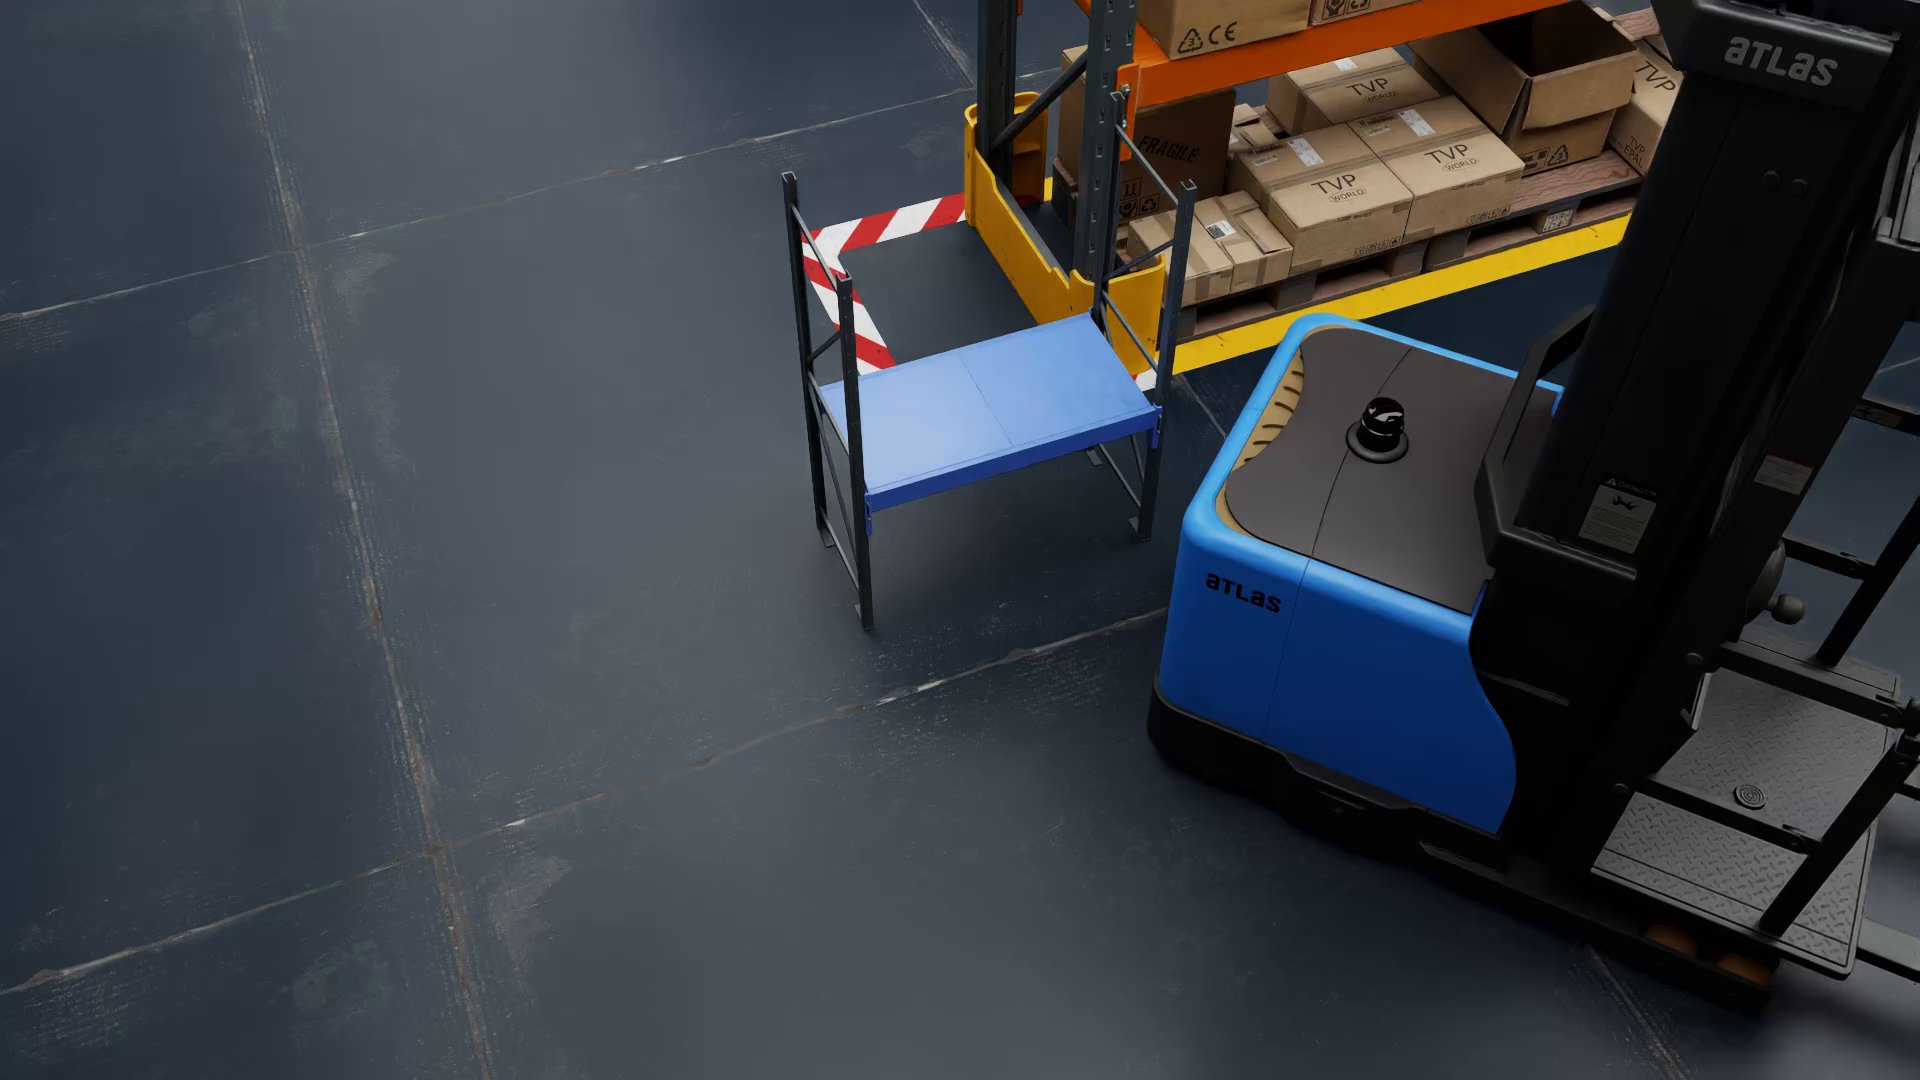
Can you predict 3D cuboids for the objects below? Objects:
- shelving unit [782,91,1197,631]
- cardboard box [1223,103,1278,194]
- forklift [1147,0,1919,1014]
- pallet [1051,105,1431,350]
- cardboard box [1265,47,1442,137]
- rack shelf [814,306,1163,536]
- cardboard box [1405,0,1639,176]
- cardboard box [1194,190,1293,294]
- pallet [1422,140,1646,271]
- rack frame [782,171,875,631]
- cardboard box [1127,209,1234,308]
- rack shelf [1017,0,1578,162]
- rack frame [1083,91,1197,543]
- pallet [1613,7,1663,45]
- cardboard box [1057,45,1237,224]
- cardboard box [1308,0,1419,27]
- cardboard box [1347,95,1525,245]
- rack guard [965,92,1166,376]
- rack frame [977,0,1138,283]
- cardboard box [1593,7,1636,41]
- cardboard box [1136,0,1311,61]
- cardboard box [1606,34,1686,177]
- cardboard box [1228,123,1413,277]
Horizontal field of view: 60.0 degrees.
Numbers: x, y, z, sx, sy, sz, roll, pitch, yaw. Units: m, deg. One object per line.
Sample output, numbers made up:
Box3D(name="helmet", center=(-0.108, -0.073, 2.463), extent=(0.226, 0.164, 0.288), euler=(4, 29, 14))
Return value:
Box3D(name="shelving unit", center=(0.079, -0.513, 5.202), extent=(1.048, 1.500, 0.538), euler=(-17, 52, -14))
Box3D(name="cardboard box", center=(1.128, -1.574, 6.702), extent=(0.250, 0.166, 0.380), euler=(-17, 52, -14))
Box3D(name="forklift", center=(2.130, -0.120, 3.921), extent=(3.031, 2.935, 1.130), euler=(21, 53, 17))
Box3D(name="pallet", center=(1.117, -1.315, 6.740), extent=(1.213, 0.211, 1.003), euler=(-17, 52, -14))
Box3D(name="cardboard box", center=(1.610, -1.800, 6.841), extent=(0.500, 0.250, 0.500), euler=(-17, 52, -14))
Box3D(name="rack shelf", center=(0.079, -0.396, 5.338), extent=(1.000, 0.185, 0.538), euler=(-17, 52, -14))
Box3D(name="cardboard box", center=(2.275, -1.907, 6.766), extent=(0.637, 0.503, 0.797), euler=(-17, 52, -14))
Box3D(name="cardboard box", center=(1.058, -1.143, 6.332), extent=(0.250, 0.166, 0.380), euler=(-17, 52, -14))
Box3D(name="pallet", center=(2.245, -1.662, 7.038), extent=(1.213, 0.211, 1.003), euler=(-17, 52, -14))
Box3D(name="rack frame", center=(-0.392, -0.367, 5.077), extent=(0.032, 1.500, 0.500), euler=(-17, 52, -14))
Box3D(name="cardboard box", center=(0.827, -1.065, 6.277), extent=(0.250, 0.149, 0.380), euler=(-17, 52, -14))
Box3D(name="rack shelf", center=(2.160, -2.311, 6.232), extent=(4.000, 0.370, 1.077), euler=(-17, 52, -14))
Box3D(name="rack frame", center=(0.550, -0.659, 5.327), extent=(0.032, 1.500, 0.500), euler=(-17, 52, -14))
Box3D(name="pallet", center=(3.376, -2.014, 7.341), extent=(1.213, 0.211, 1.003), euler=(-17, 52, -14))
Box3D(name="cardboard box", center=(0.719, -1.630, 6.530), extent=(0.500, 0.500, 0.500), euler=(-17, 52, -14))
Box3D(name="cardboard box", center=(1.295, -2.098, 5.509), extent=(0.500, 0.500, 0.500), euler=(-18, 52, -15))
Box3D(name="cardboard box", center=(1.845, -1.463, 6.552), extent=(0.500, 0.250, 0.500), euler=(-17, 52, -14))
Box3D(name="rack guard", center=(0.379, -1.179, 6.433), extent=(0.348, 0.500, 1.175), euler=(-17, 52, -14))
Box3D(name="rack frame", center=(0.309, -1.972, 5.466), extent=(0.127, 3.000, 1.000), euler=(-17, 52, -14))
Box3D(name="cardboard box", center=(2.745, -2.116, 7.168), extent=(0.250, 0.166, 0.380), euler=(-17, 52, -14))
Box3D(name="cardboard box", center=(0.819, -1.947, 5.379), extent=(0.500, 0.500, 0.500), euler=(-16, 51, -13))
Box3D(name="cardboard box", center=(2.897, -1.809, 6.809), extent=(0.500, 0.311, 0.500), euler=(-17, 52, -14))
Box3D(name="cardboard box", center=(1.382, -1.320, 6.429), extent=(0.500, 0.250, 0.500), euler=(-17, 52, -14))
